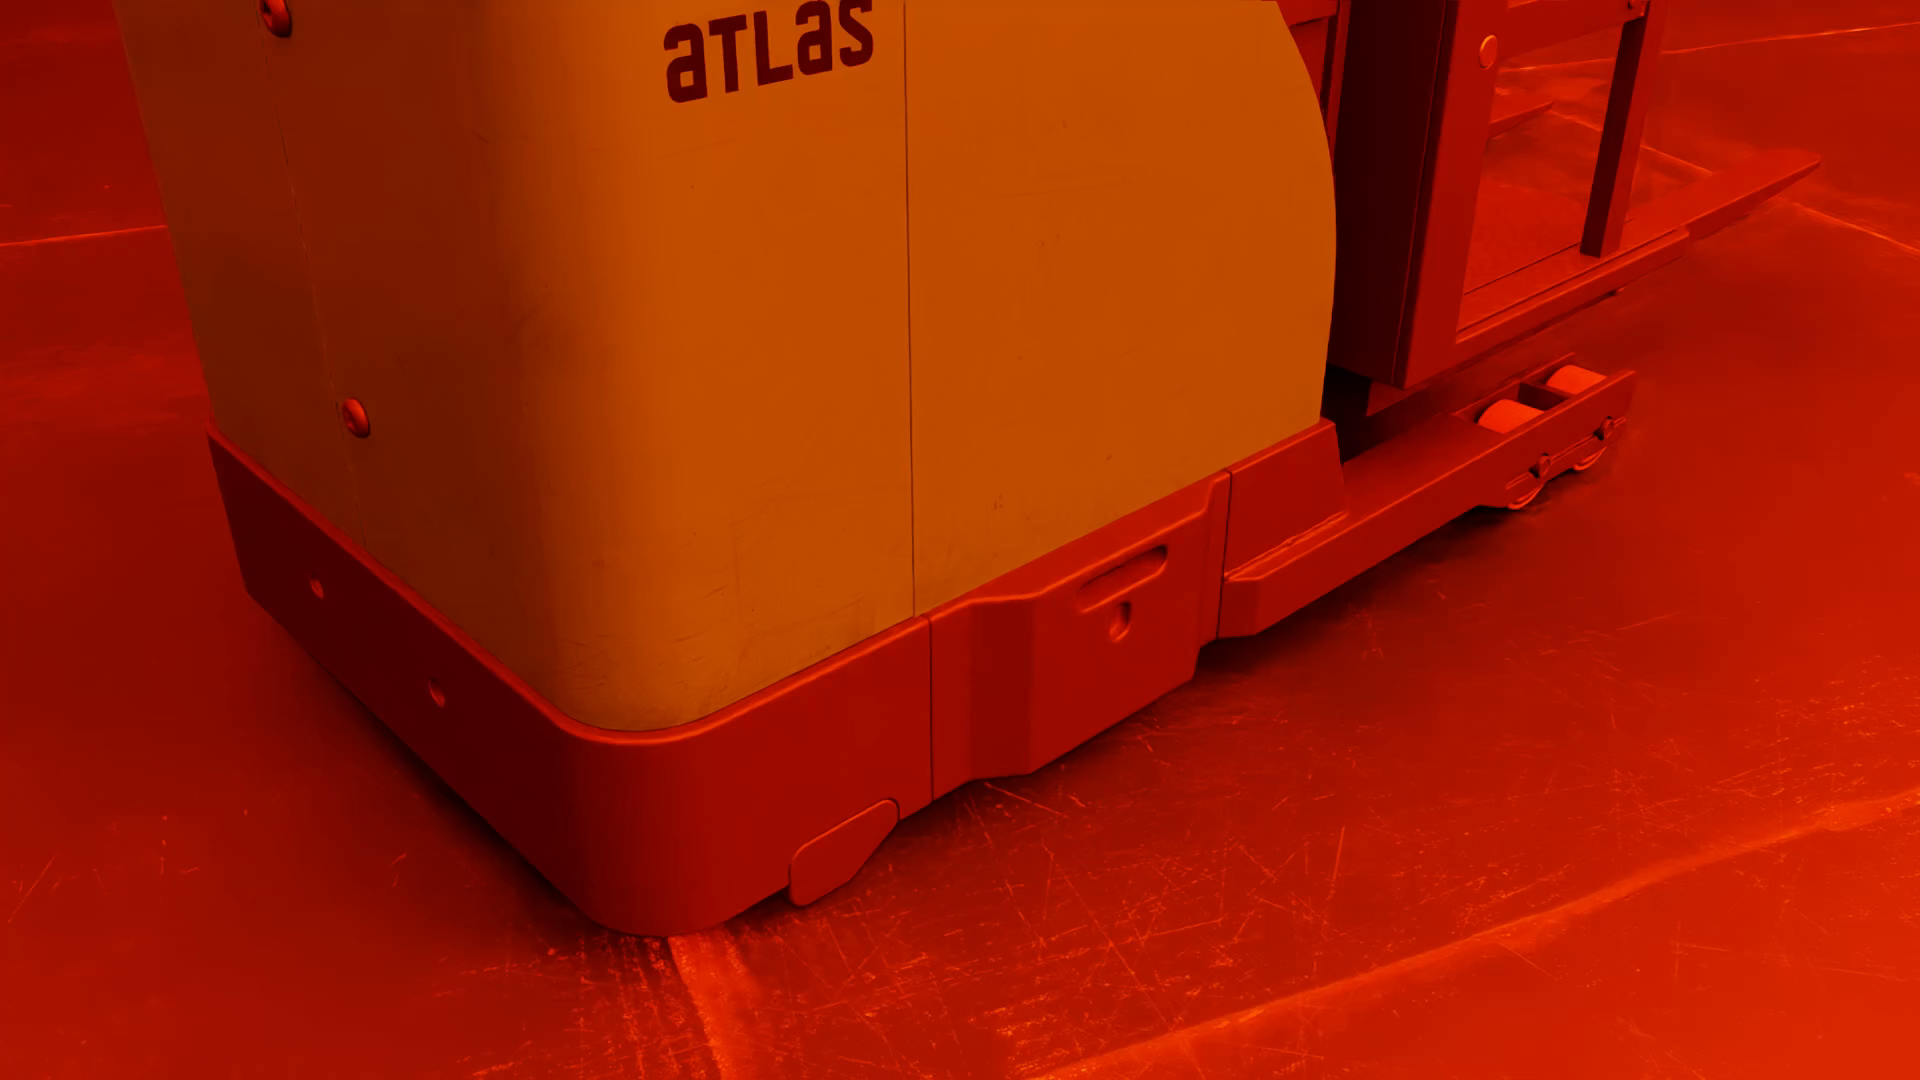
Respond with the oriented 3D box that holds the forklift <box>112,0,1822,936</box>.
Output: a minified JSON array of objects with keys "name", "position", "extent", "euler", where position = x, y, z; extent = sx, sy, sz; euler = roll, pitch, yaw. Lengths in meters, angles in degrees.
[{"name":"forklift","position":[0.449,-1.491,2.157],"extent":[3.031,2.935,1.130],"euler":[-25,38,-36]}]
